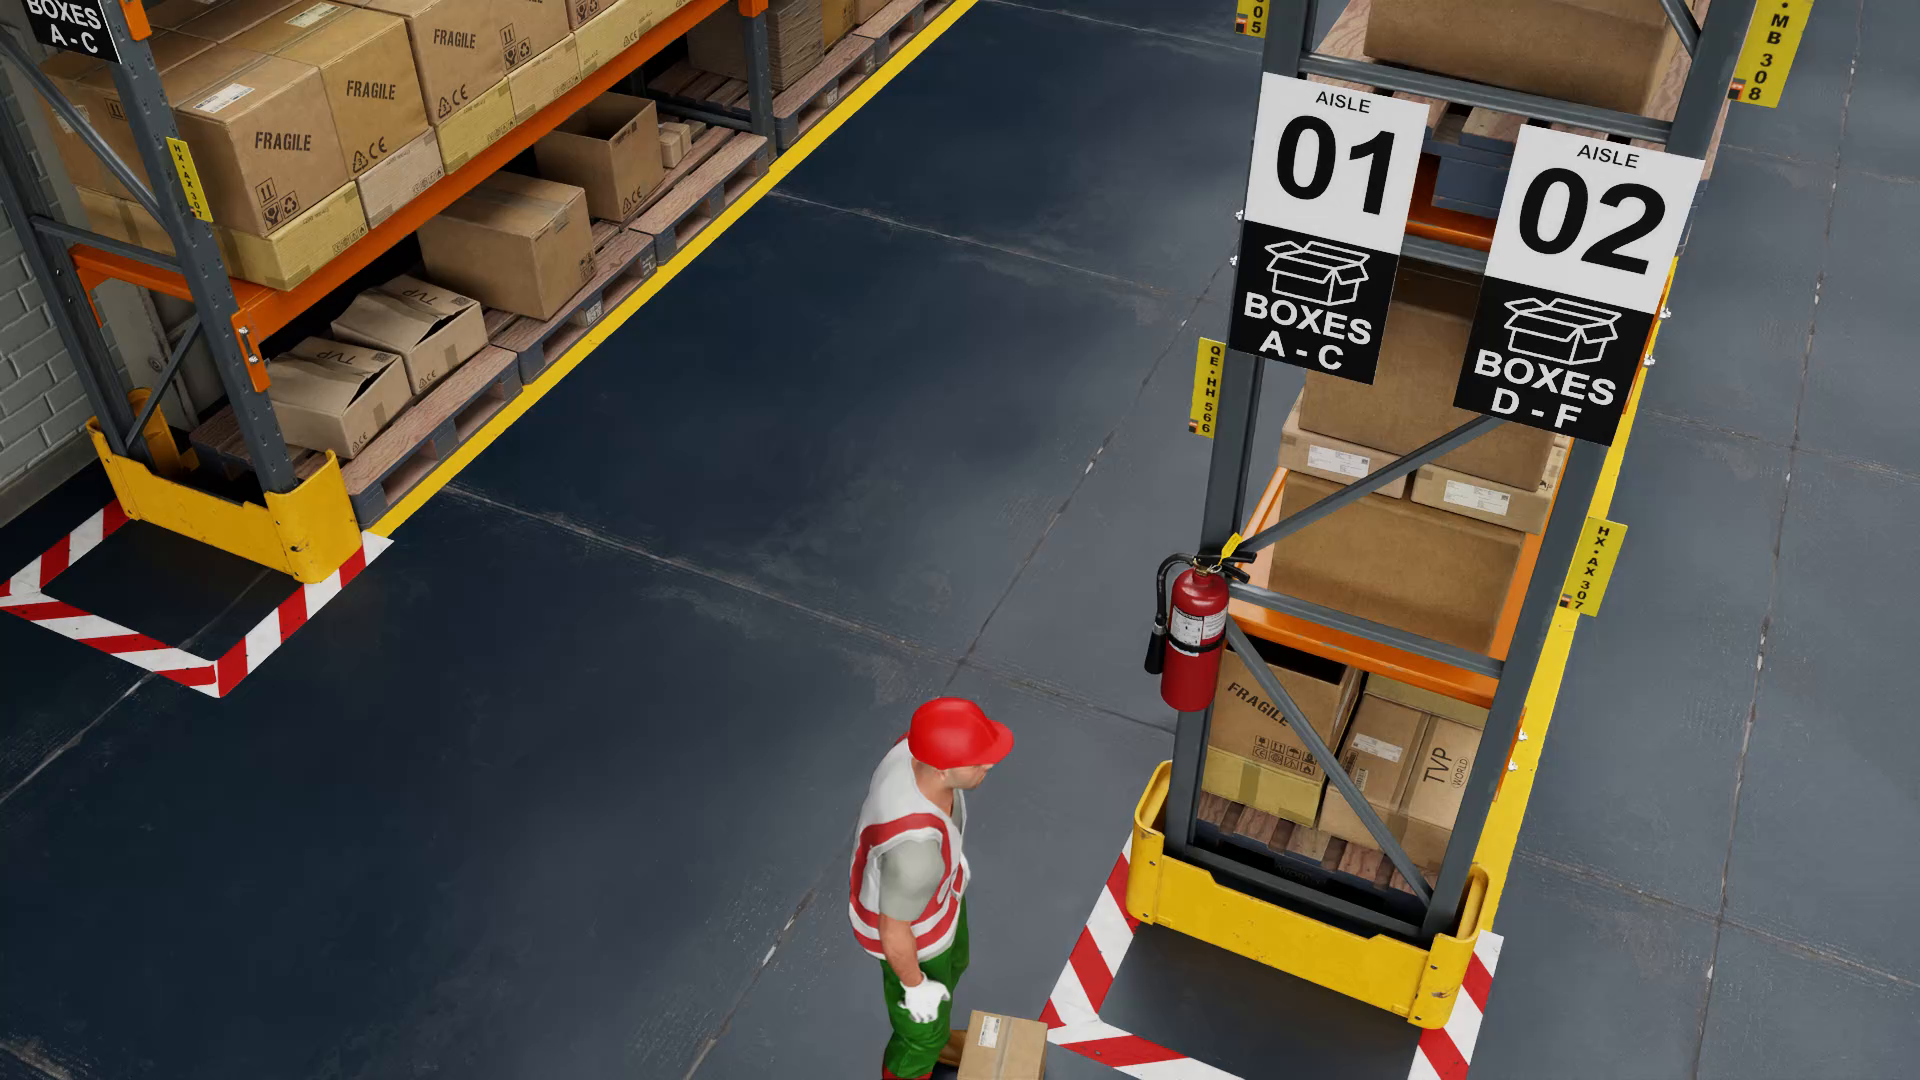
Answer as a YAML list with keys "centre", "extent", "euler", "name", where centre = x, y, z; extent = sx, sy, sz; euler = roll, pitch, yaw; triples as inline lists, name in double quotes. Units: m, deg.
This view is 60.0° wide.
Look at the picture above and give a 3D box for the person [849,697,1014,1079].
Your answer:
- centre: [-0.086, 1.110, 4.899]
  extent: [0.452, 1.778, 0.614]
  euler: [6, 42, 7]
  name: "person"
